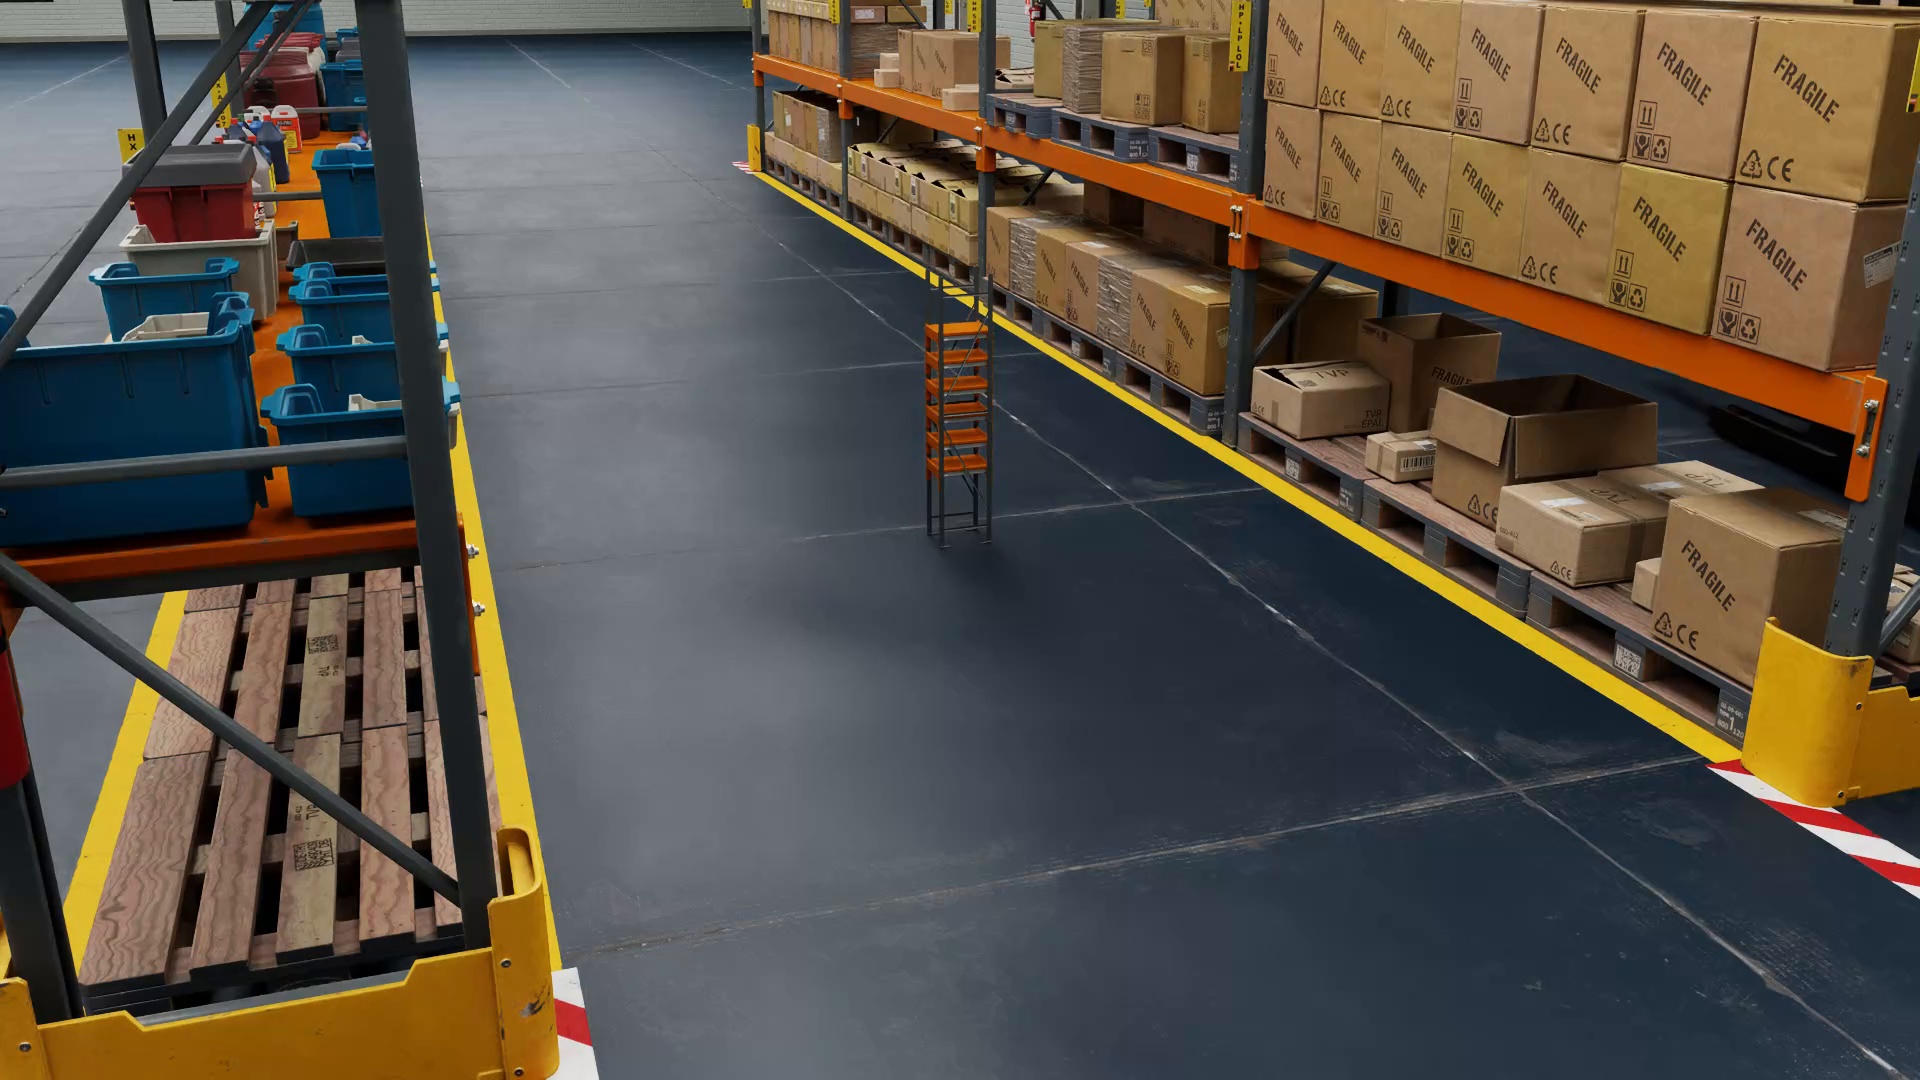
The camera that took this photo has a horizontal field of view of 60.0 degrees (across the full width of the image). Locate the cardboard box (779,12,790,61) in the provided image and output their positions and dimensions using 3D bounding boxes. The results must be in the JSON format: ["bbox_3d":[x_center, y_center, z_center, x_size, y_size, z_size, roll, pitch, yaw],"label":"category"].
[{"bbox_3d":[-1.583,-5.536,18.243,0.700,0.500,0.500,-6,21,-16],"label":"cardboard box"}]

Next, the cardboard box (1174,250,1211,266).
[{"bbox_3d":[1.635,-1.500,10.202,0.500,0.500,0.500,-6,21,-17],"label":"cardboard box"}]

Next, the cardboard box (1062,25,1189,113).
[{"bbox_3d":[1.038,-2.981,10.510,0.700,0.500,0.500,-3,20,-7],"label":"cardboard box"}]

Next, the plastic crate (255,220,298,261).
[{"bbox_3d":[-2.809,-1.171,6.542,0.396,0.136,0.243,-6,21,-17],"label":"plastic crate"}]

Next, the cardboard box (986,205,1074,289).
[{"bbox_3d":[0.499,-2.095,11.858,0.500,0.500,0.500,-5,20,-15],"label":"cardboard box"}]

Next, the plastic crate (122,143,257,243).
[{"bbox_3d":[-2.777,-1.177,6.072,0.402,0.464,0.583,-6,21,-17],"label":"plastic crate"}]

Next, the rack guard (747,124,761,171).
[{"bbox_3d":[-1.895,-4.639,19.592,1.175,0.500,0.348,-6,21,-17],"label":"rack guard"}]

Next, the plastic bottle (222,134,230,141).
[{"bbox_3d":[-3.755,-1.935,8.539,0.061,0.283,0.133,-6,21,-17],"label":"plastic bottle"}]

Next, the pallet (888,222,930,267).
[{"bbox_3d":[0.025,-2.587,14.307,1.003,0.211,1.213,-6,21,-17],"label":"pallet"}]

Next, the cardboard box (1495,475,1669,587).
[{"bbox_3d":[2.466,-0.043,6.514,0.500,0.250,0.500,-6,21,-17],"label":"cardboard box"}]

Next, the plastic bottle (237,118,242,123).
[{"bbox_3d":[-4.031,-2.217,9.324,0.061,0.283,0.133,-6,21,-17],"label":"plastic bottle"}]

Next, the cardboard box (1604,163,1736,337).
[{"bbox_3d":[2.576,-1.001,5.619,0.500,0.500,0.500,-6,21,-17],"label":"cardboard box"}]

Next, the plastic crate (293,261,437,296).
[{"bbox_3d":[-1.835,-0.731,5.172,0.416,0.233,0.300,-6,21,-17],"label":"plastic crate"}]

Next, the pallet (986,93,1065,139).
[{"bbox_3d":[0.906,-2.940,11.449,1.213,0.211,1.003,-6,21,-17],"label":"pallet"}]

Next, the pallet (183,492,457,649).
[{"bbox_3d":[-2.551,0.112,6.791,1.003,0.211,1.213,-6,21,-17],"label":"pallet"}]

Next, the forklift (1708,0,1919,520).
[{"bbox_3d":[4.670,-1.877,8.307,1.130,2.935,3.031,-3,20,-9],"label":"forklift"}]

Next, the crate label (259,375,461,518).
[{"bbox_3d":[-1.327,-0.212,3.728,0.416,0.233,0.303,-6,21,-17],"label":"crate label"}]

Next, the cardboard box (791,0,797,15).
[{"bbox_3d":[-1.562,-5.598,17.458,0.380,0.149,0.250,-7,21,-18],"label":"cardboard box"}]

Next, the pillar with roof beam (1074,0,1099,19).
[{"bbox_3d":[-2.118,-10.494,23.321,9.100,9.000,0.400,-6,21,-17],"label":"pillar with roof beam"}]

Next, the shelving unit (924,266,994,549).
[{"bbox_3d":[-0.005,-0.569,7.227,0.258,1.200,0.189,-6,21,-17],"label":"shelving unit"}]

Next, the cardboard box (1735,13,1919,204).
[{"bbox_3d":[2.740,-1.304,4.984,0.500,0.500,0.500,-7,21,-18],"label":"cardboard box"}]

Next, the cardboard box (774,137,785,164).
[{"bbox_3d":[-1.770,-4.356,18.552,0.500,0.250,0.500,-6,21,-17],"label":"cardboard box"}]

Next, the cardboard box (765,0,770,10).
[{"bbox_3d":[-1.969,-6.011,18.608,0.380,0.149,0.250,-7,21,-18],"label":"cardboard box"}]

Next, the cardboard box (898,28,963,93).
[{"bbox_3d":[-0.239,-4.154,14.396,0.500,0.500,0.500,-5,20,-13],"label":"cardboard box"}]

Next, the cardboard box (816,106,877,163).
[{"bbox_3d":[-1.130,-4.068,16.642,0.500,0.500,0.500,-6,21,-17],"label":"cardboard box"}]

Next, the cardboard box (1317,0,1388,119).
[{"bbox_3d":[1.928,-2.128,7.276,0.500,0.500,0.500,-7,21,-19],"label":"cardboard box"}]

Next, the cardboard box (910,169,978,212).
[{"bbox_3d":[-0.097,-2.878,13.609,0.500,0.311,0.500,-7,21,-18],"label":"cardboard box"}]

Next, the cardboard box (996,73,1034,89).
[{"bbox_3d":[0.554,-3.320,12.354,0.500,0.311,0.500,-5,20,-14],"label":"cardboard box"}]

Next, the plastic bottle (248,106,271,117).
[{"bbox_3d":[-4.248,-2.484,10.078,0.152,0.276,0.135,-6,21,-17],"label":"plastic bottle"}]

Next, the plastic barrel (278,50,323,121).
[{"bbox_3d":[-4.603,-3.075,11.376,0.421,0.512,0.421,0,20,0],"label":"plastic barrel"}]

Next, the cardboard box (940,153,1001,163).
[{"bbox_3d":[0.093,-3.265,14.687,0.500,0.311,0.500,-6,21,-17],"label":"cardboard box"}]

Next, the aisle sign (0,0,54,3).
[{"bbox_3d":[-1.818,-1.317,2.801,0.394,0.787,0.004,-6,21,-17],"label":"aisle sign"}]

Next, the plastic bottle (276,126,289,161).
[{"bbox_3d":[-3.990,-2.319,9.731,0.097,0.201,0.097,0,20,0],"label":"plastic bottle"}]

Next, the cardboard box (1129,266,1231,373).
[{"bbox_3d":[1.309,-1.275,9.576,0.500,0.500,0.500,-6,21,-17],"label":"cardboard box"}]

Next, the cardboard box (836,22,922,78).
[{"bbox_3d":[-0.776,-4.713,15.952,0.700,0.500,0.500,-7,21,-19],"label":"cardboard box"}]

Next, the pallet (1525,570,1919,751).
[{"bbox_3d":[2.866,0.359,6.105,1.003,0.211,1.213,-6,21,-17],"label":"pallet"}]

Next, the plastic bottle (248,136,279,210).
[{"bbox_3d":[-3.340,-1.743,7.906,0.144,0.351,0.185,-6,21,-17],"label":"plastic bottle"}]

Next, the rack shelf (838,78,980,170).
[{"bbox_3d":[-0.002,-3.544,13.909,1.077,0.370,4.000,-6,21,-17],"label":"rack shelf"}]

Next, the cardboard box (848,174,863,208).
[{"bbox_3d":[-0.739,-3.272,15.535,0.500,0.250,0.500,-7,21,-19],"label":"cardboard box"}]

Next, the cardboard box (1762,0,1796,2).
[{"bbox_3d":[5.723,-3.649,11.411,0.500,0.250,0.500,-7,21,-18],"label":"cardboard box"}]

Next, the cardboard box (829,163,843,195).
[{"bbox_3d":[-0.984,-3.553,16.318,0.500,0.250,0.500,-6,21,-17],"label":"cardboard box"}]

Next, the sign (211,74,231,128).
[{"bbox_3d":[-4.597,-2.731,10.342,0.100,0.325,0.005,-6,21,-17],"label":"sign"}]

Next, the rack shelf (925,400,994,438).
[{"bbox_3d":[-0.005,-0.528,7.242,0.258,0.103,0.180,-6,21,-17],"label":"rack shelf"}]

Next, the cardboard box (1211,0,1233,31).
[{"bbox_3d":[3.154,-5.951,18.631,0.500,0.500,0.500,-6,21,-16],"label":"cardboard box"}]

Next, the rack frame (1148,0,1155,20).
[{"bbox_3d":[2.814,-6.335,20.617,1.000,3.000,0.127,-6,21,-17],"label":"rack frame"}]

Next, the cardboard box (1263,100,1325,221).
[{"bbox_3d":[1.786,-1.811,7.874,0.500,0.500,0.500,-6,21,-16],"label":"cardboard box"}]

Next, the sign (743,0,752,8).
[{"bbox_3d":[-2.416,-6.195,18.830,0.100,0.325,0.005,-6,21,-17],"label":"sign"}]

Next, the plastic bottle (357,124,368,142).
[{"bbox_3d":[-3.264,-2.135,9.095,0.061,0.283,0.133,-6,21,-17],"label":"plastic bottle"}]

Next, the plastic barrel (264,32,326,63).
[{"bbox_3d":[-5.241,-3.733,13.170,0.433,0.535,0.433,0,20,0],"label":"plastic barrel"}]

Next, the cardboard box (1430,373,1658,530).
[{"bbox_3d":[2.479,-0.387,7.098,0.797,0.503,0.637,-6,21,-17],"label":"cardboard box"}]

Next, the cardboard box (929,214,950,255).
[{"bbox_3d":[0.065,-2.452,13.252,0.500,0.250,0.500,-7,21,-18],"label":"cardboard box"}]

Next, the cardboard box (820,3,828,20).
[{"bbox_3d":[-1.163,-5.188,16.317,0.380,0.149,0.250,-6,21,-17],"label":"cardboard box"}]
